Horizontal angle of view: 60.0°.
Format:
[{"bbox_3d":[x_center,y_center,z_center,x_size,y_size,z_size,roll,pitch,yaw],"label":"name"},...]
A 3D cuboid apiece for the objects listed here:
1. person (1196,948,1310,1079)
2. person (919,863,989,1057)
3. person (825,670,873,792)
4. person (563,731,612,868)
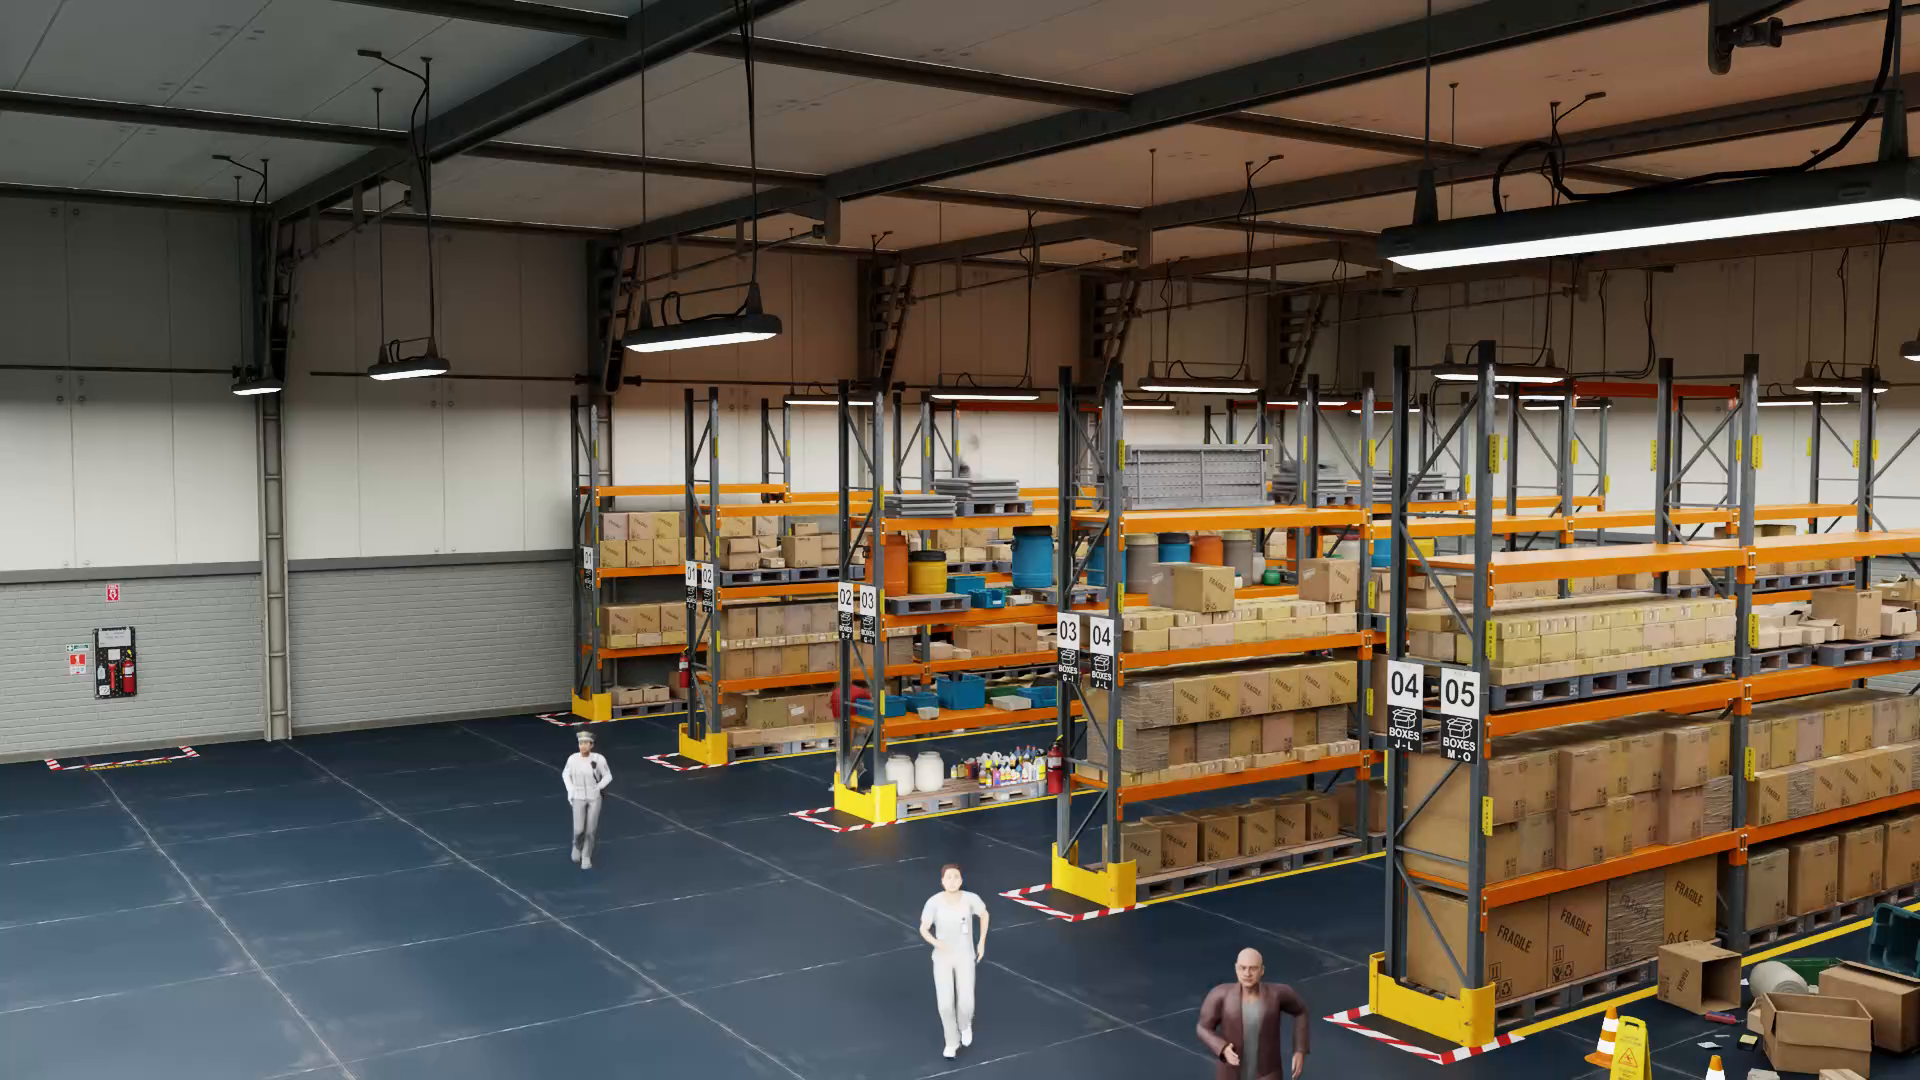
[{"bbox_3d":[1.942,3.626,11.059,0.736,1.865,0.837,1,4,15],"label":"person"},{"bbox_3d":[-0.048,3.508,13.821,0.581,1.646,0.569,0,3,0],"label":"person"},{"bbox_3d":[-1.683,2.808,24.761,0.845,1.784,0.641,-3,5,-43],"label":"person"},{"bbox_3d":[-4.493,3.128,20.025,0.600,1.666,0.547,-1,3,-8],"label":"person"}]
